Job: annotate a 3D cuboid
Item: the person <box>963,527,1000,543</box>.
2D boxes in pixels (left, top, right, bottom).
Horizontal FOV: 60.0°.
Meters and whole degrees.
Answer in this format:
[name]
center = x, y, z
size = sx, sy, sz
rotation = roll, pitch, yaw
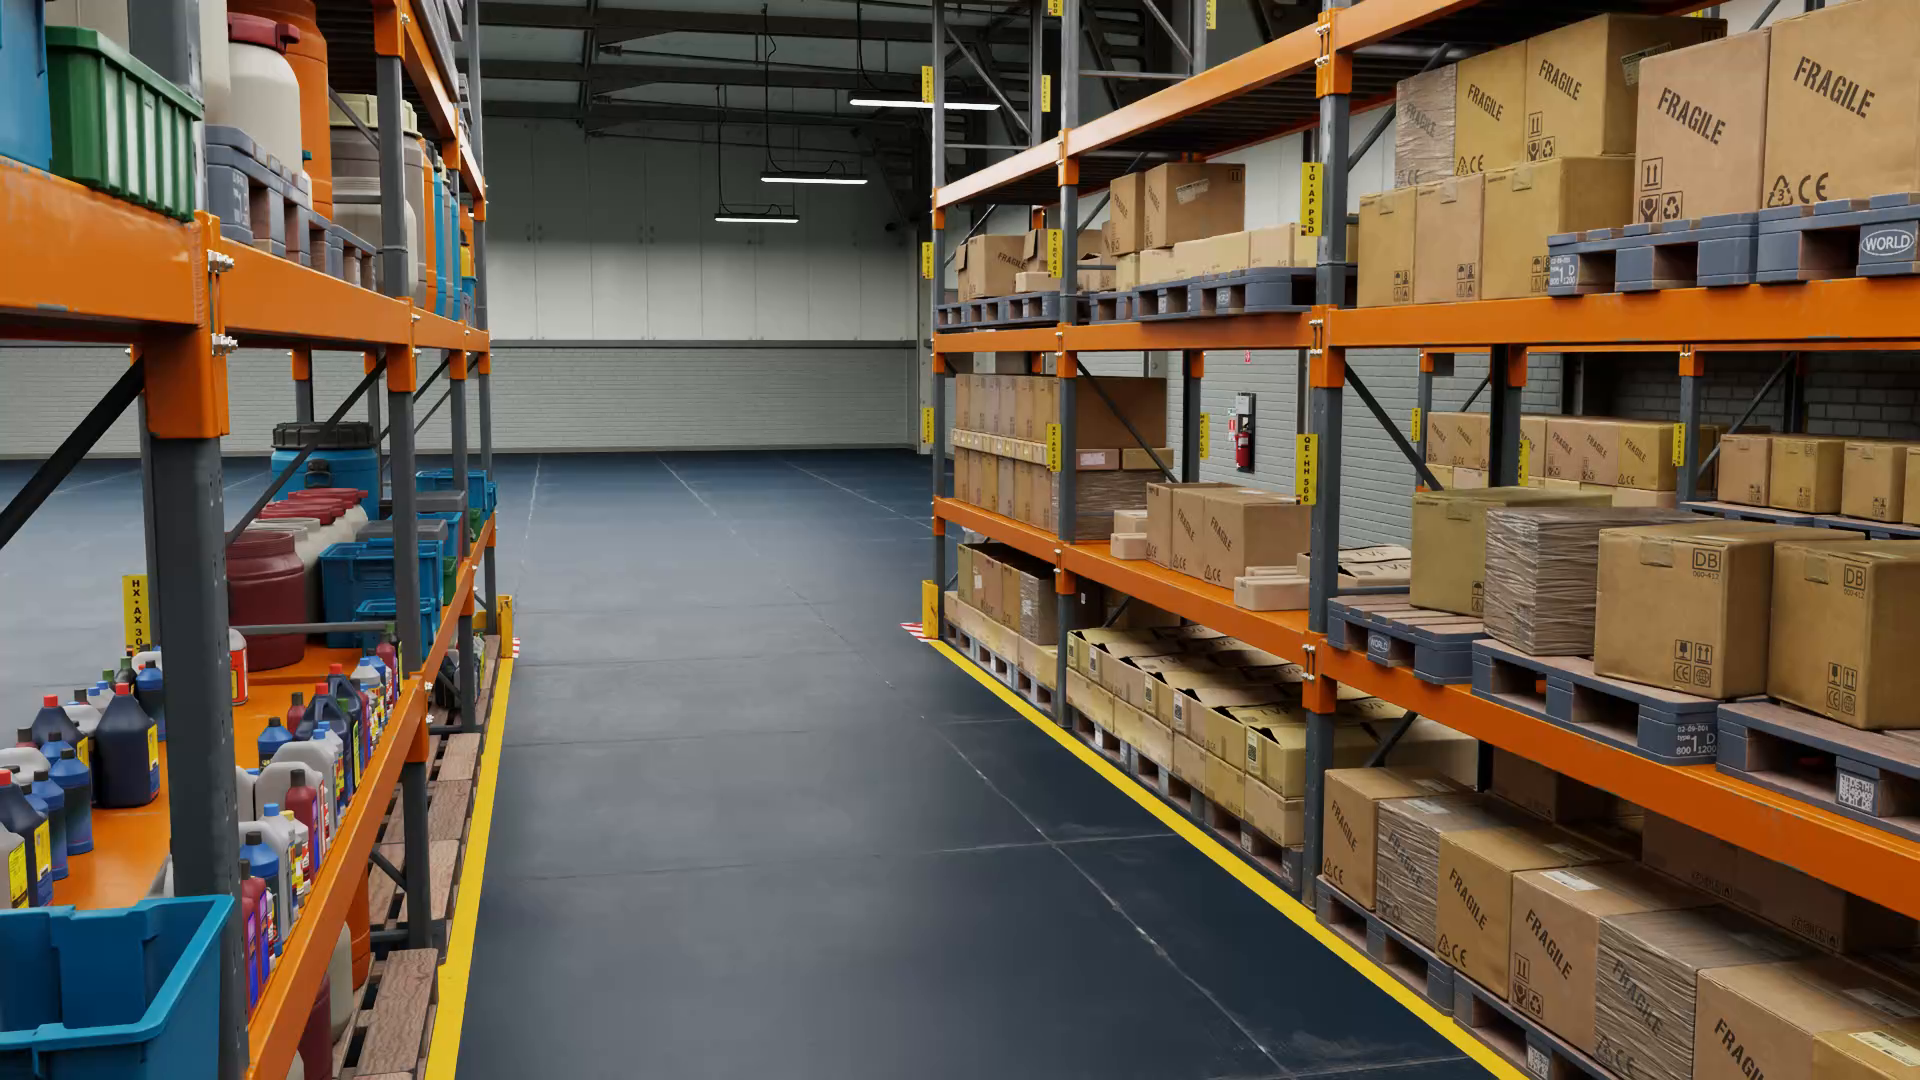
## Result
[person]
center = 0.227, -0.052, 16.758
size = 0.401, 1.650, 0.476
rotation = -3, 7, -26
